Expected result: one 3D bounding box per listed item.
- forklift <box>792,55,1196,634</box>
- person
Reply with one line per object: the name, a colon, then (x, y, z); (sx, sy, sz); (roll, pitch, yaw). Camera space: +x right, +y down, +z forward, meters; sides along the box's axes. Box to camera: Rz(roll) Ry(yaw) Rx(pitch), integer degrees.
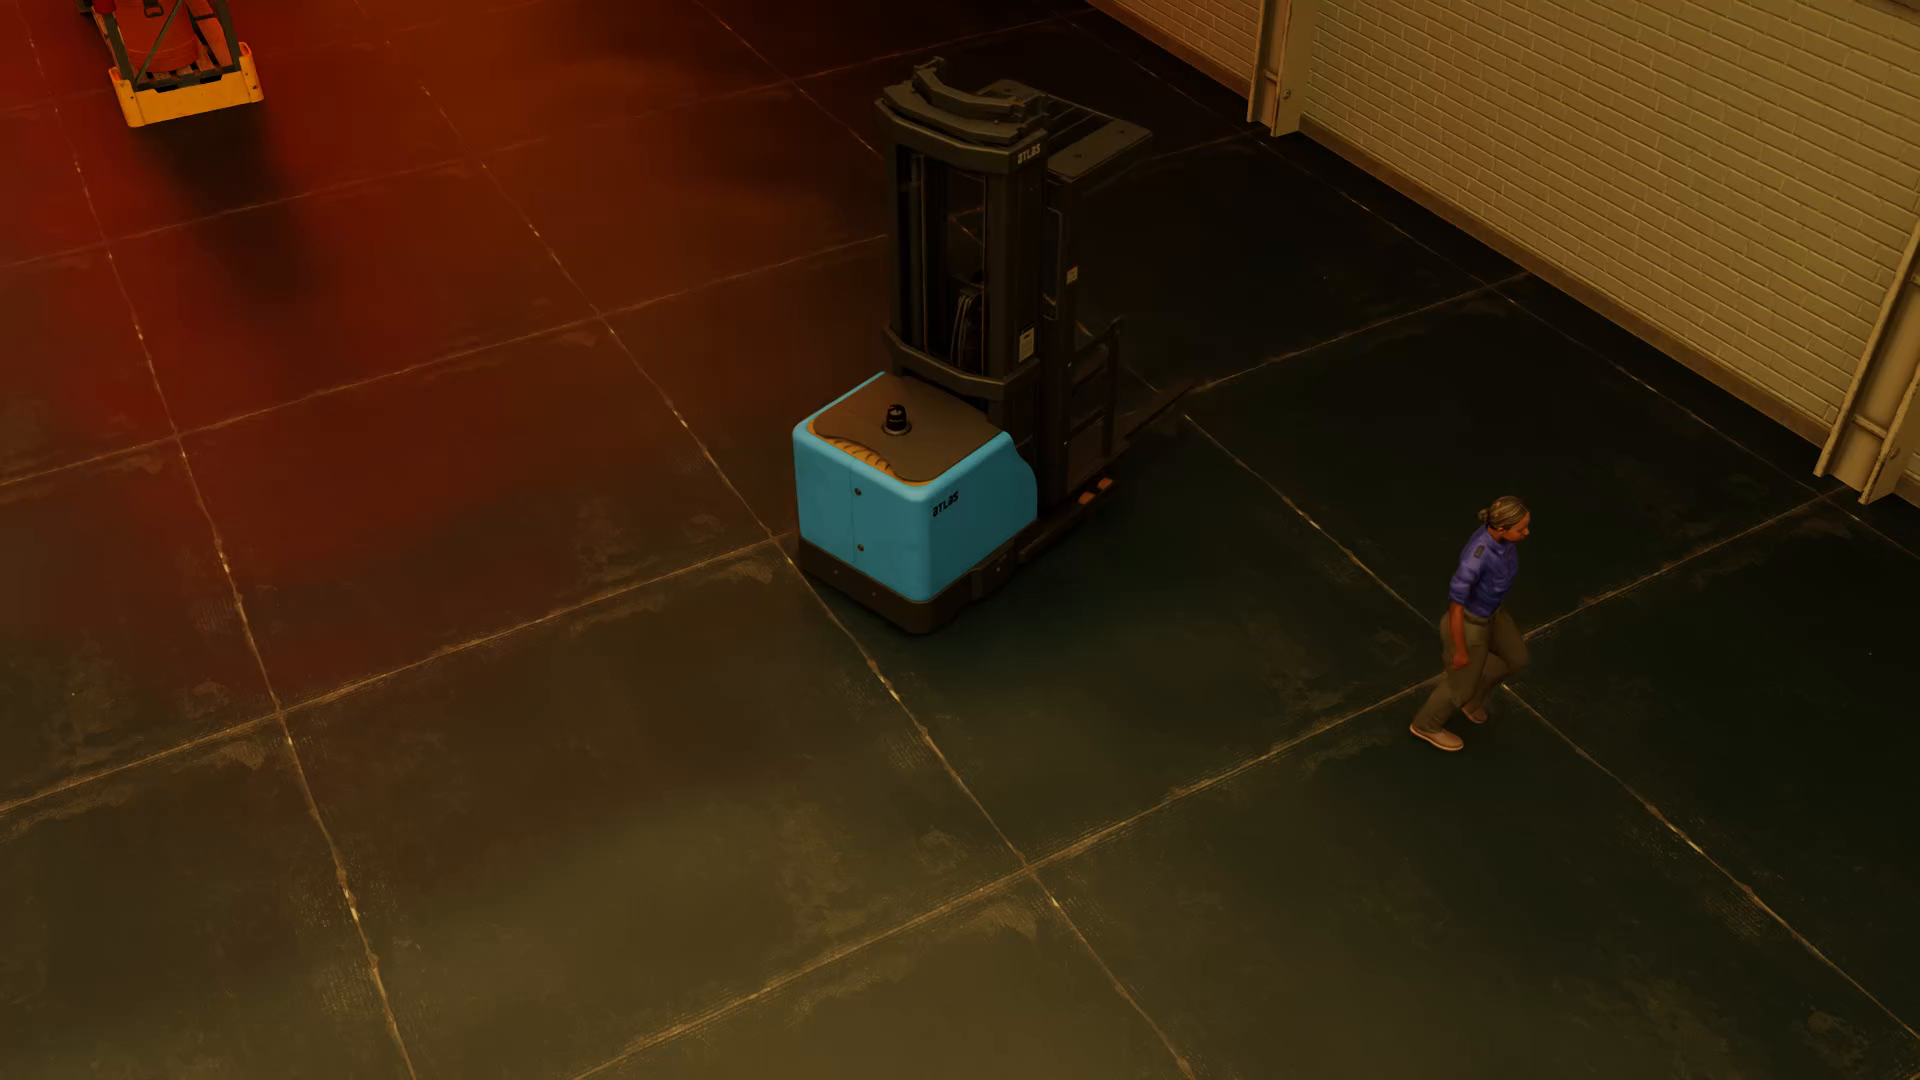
forklift: (0.368, -1.455, 9.790); (1.130, 2.935, 3.031); (29, 48, 30)
person: (2.695, 0.449, 8.527); (0.464, 1.661, 0.562); (22, 44, 24)
